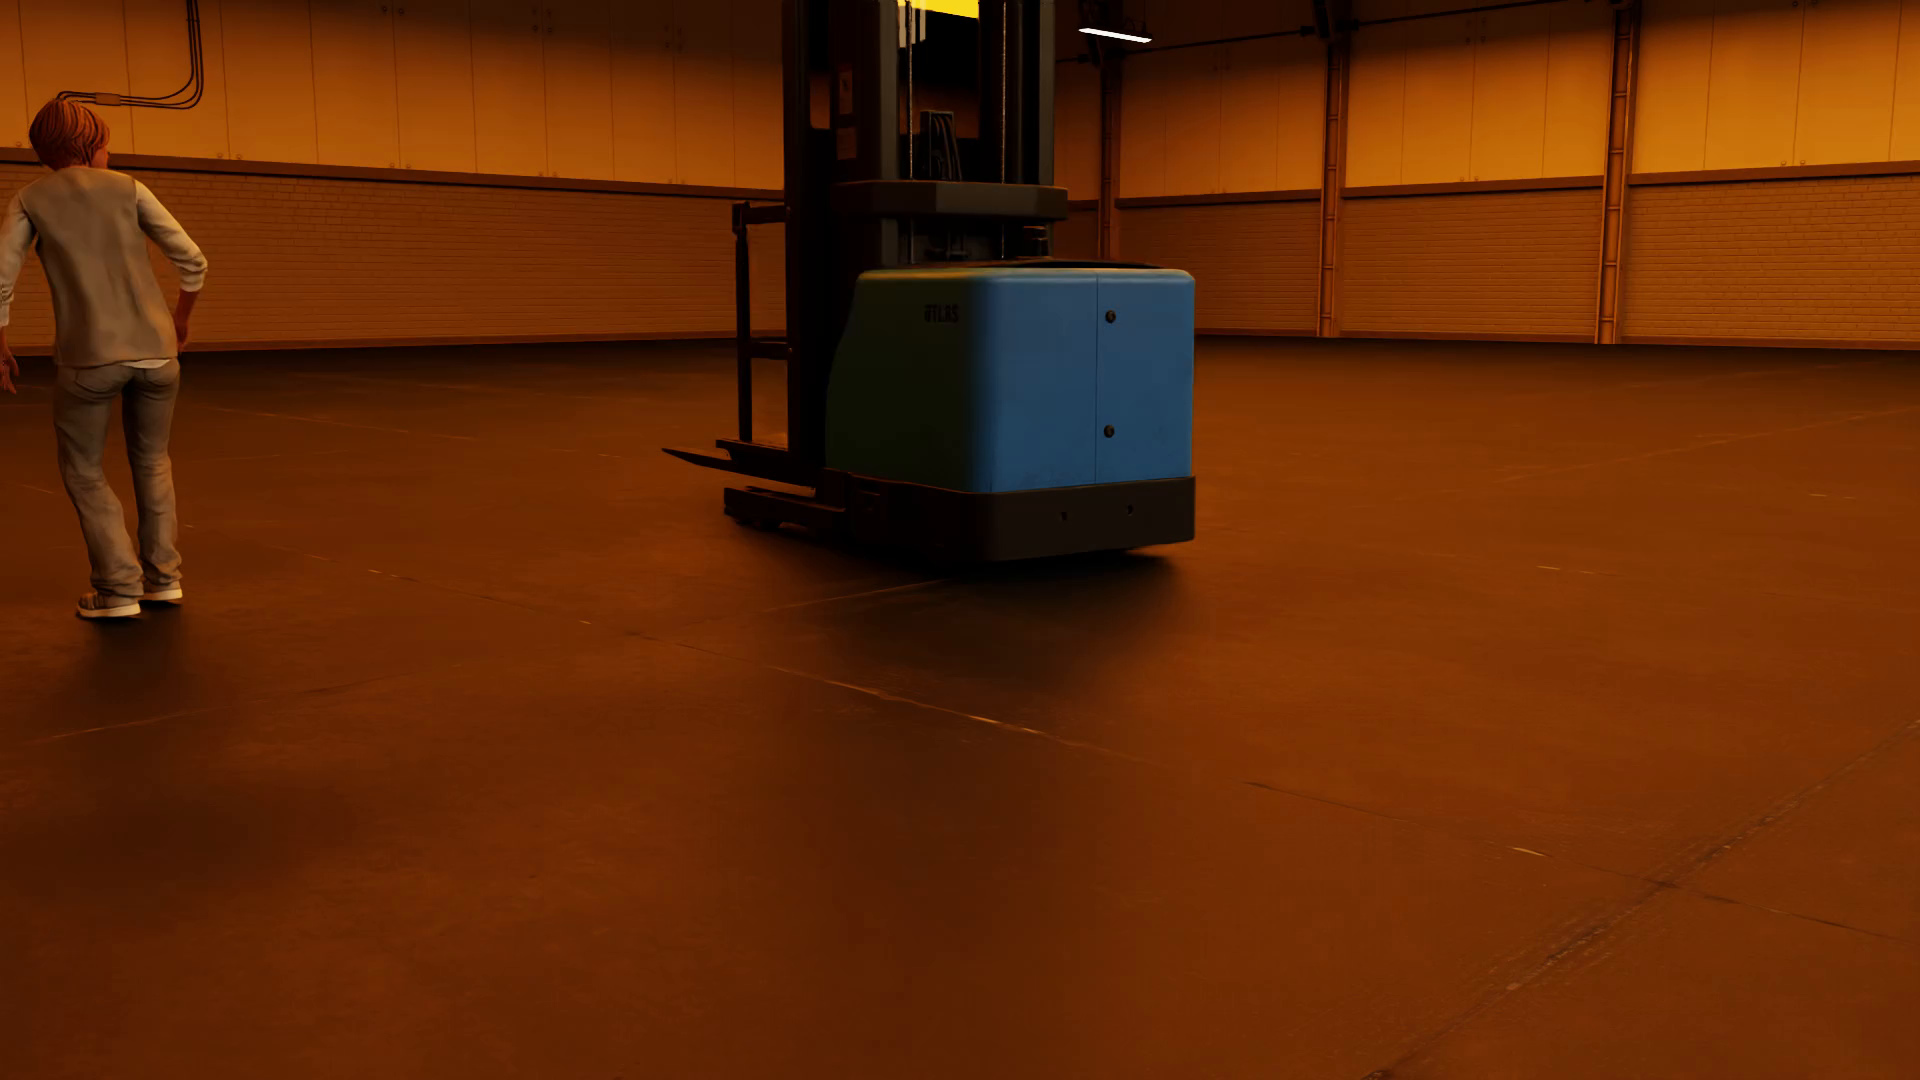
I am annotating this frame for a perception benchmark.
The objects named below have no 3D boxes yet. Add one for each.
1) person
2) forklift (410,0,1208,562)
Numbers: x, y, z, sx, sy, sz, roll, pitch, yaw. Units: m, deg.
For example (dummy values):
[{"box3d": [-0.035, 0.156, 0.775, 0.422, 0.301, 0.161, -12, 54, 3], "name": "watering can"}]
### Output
[{"box3d": [-2.624, -0.565, 5.131, 0.452, 1.596, 0.347, 1, 9, 4], "name": "person"}, {"box3d": [-0.586, -1.447, 6.485, 3.031, 2.935, 1.130, 0, 9, 0], "name": "forklift"}]
